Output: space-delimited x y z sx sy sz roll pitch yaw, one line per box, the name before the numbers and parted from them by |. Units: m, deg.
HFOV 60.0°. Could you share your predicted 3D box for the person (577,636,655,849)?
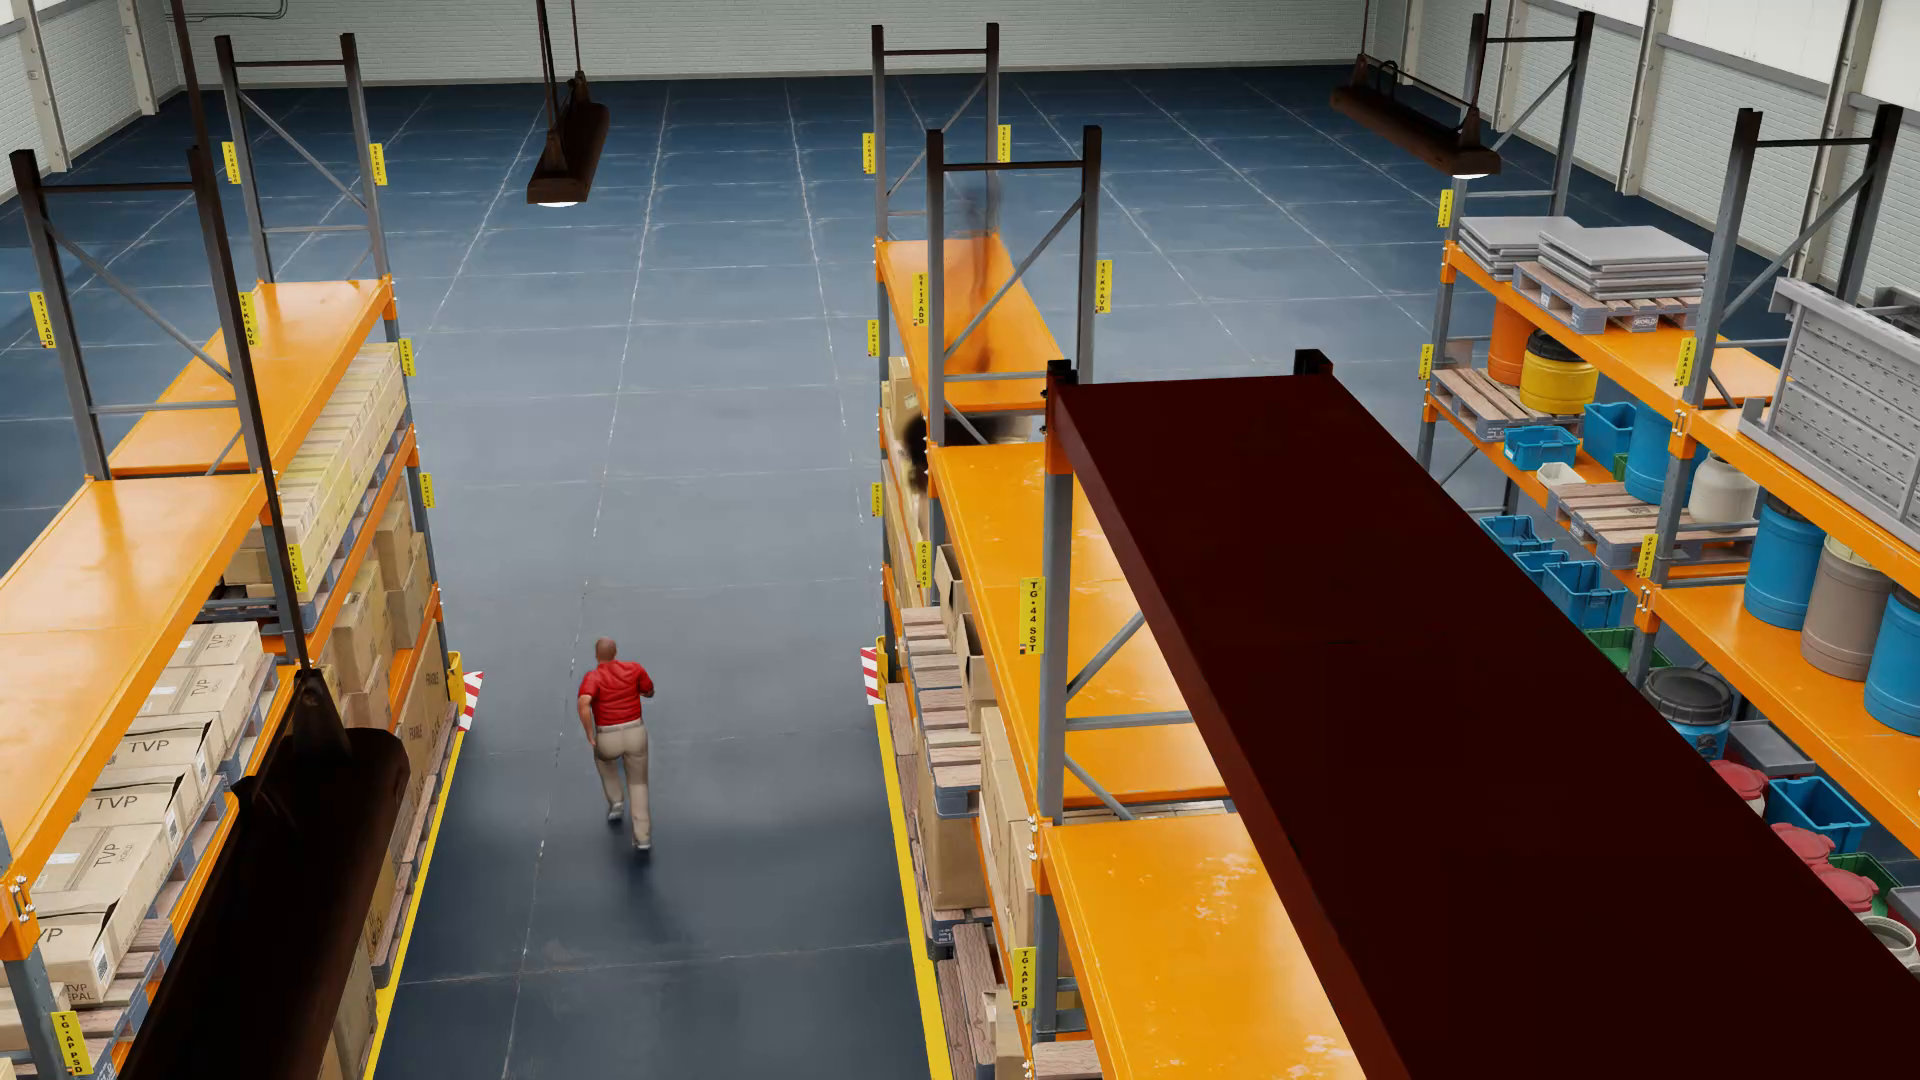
person | -2.677 1.627 13.161 0.649 1.733 0.959 -9 27 -19
